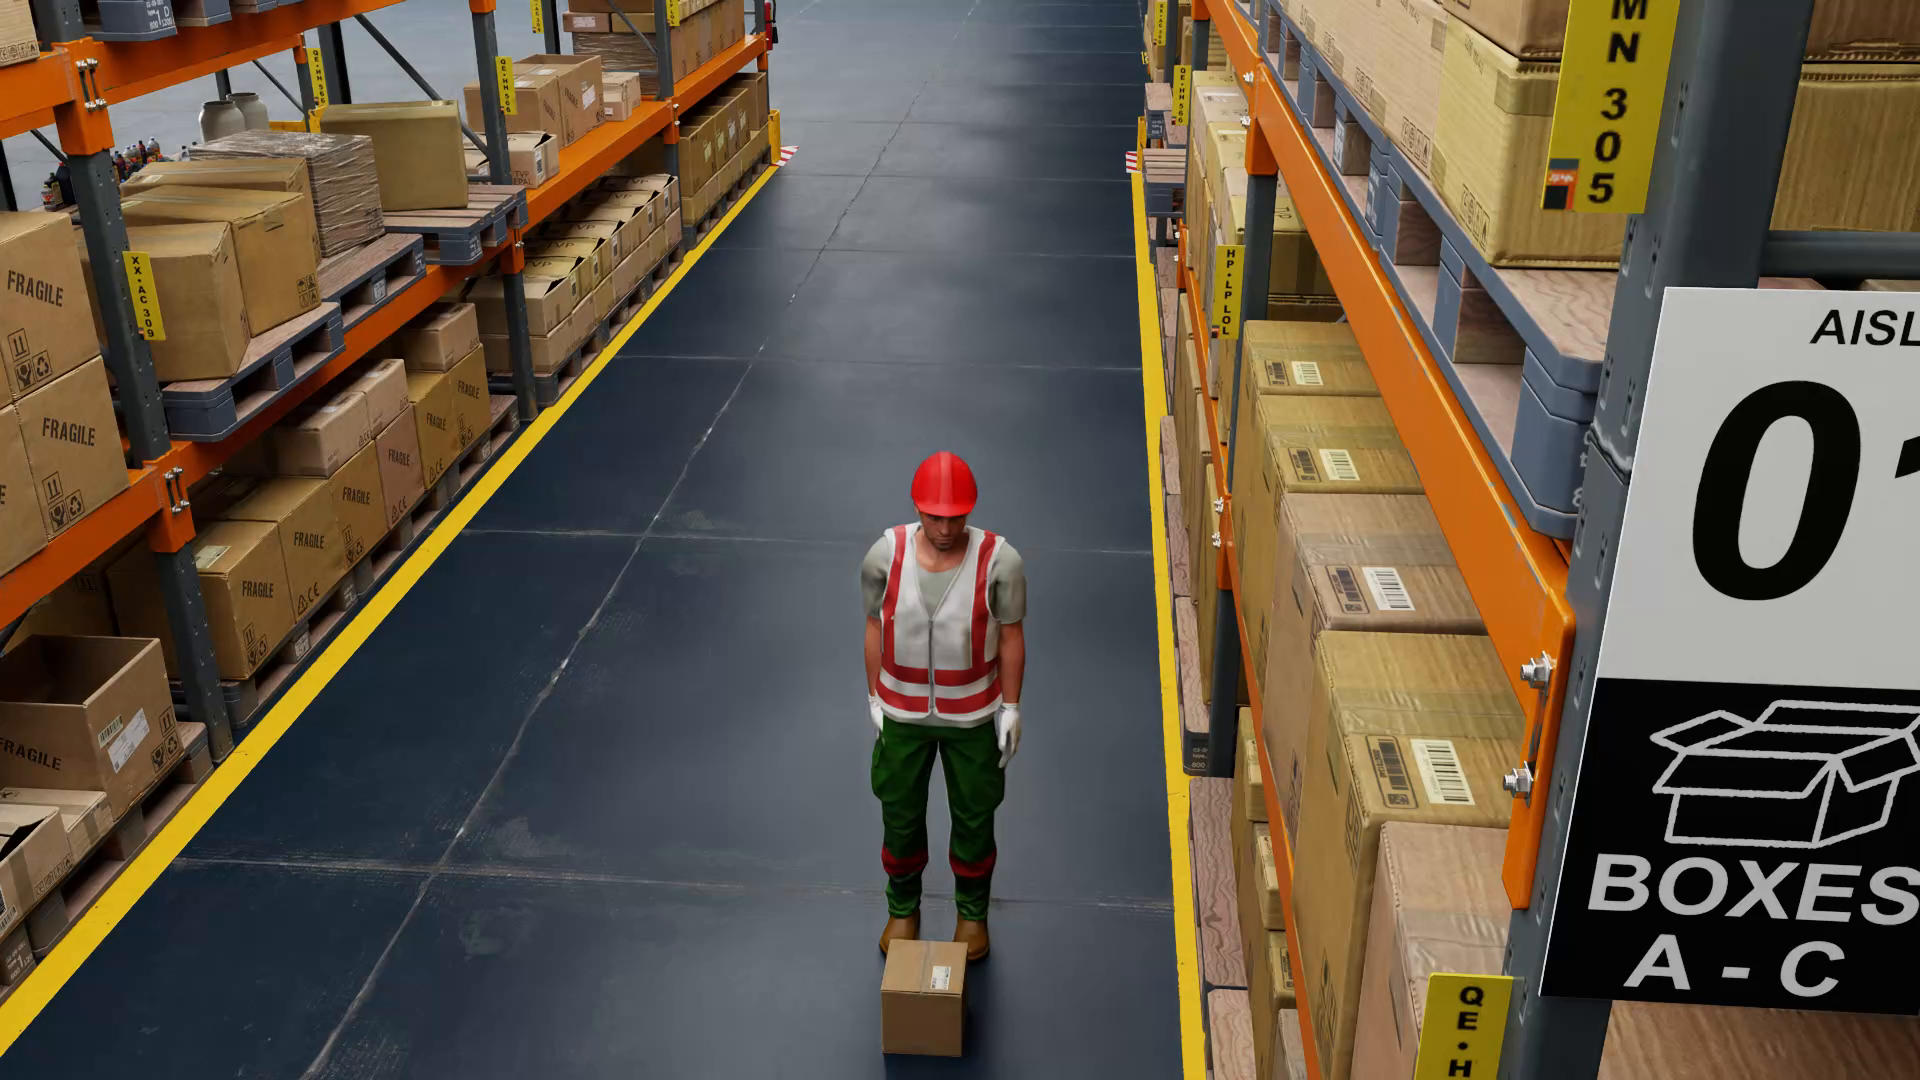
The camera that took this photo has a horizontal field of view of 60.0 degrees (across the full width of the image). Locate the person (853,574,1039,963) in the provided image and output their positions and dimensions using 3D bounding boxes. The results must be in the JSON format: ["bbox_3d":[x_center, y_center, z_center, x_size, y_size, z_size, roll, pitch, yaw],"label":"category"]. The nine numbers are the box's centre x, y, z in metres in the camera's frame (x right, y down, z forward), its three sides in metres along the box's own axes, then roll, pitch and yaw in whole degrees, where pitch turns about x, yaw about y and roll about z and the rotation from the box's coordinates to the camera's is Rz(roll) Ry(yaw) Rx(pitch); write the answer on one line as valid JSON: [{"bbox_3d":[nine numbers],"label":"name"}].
[{"bbox_3d":[-0.041,0.705,5.364,0.581,1.500,0.711,2,24,4],"label":"person"}]
